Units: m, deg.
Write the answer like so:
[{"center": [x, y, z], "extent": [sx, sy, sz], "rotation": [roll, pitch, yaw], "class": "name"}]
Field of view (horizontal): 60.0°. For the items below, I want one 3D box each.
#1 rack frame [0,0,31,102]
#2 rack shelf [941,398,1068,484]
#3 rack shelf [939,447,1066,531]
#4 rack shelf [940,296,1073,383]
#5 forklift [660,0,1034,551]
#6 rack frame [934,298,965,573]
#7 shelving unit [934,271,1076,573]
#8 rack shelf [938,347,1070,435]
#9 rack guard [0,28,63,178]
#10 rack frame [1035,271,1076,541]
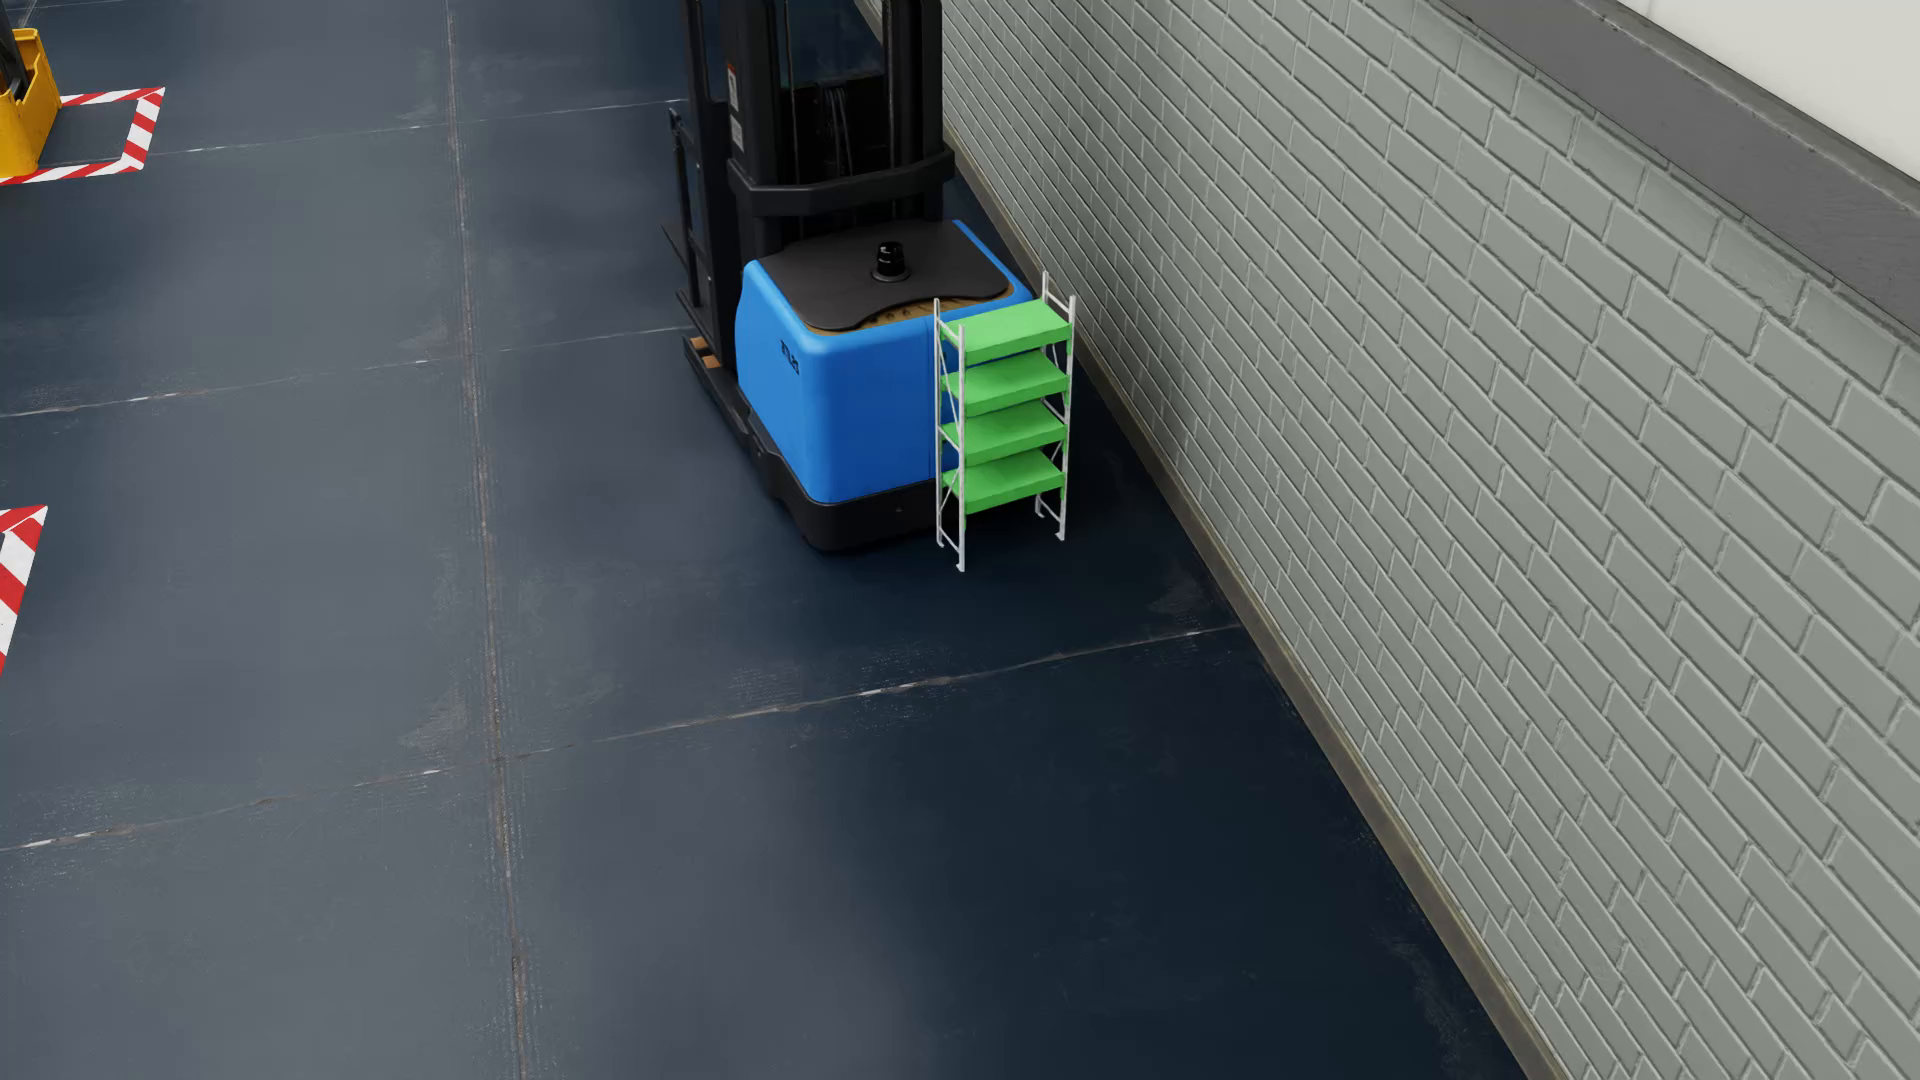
[{"center": [-6.000, -3.738, 9.667], "extent": [0.127, 3.000, 1.000], "rotation": [-9, 38, -12], "class": "rack frame"}, {"center": [0.176, -0.421, 6.917], "extent": [0.480, 0.148, 0.258], "rotation": [-17, 41, -21], "class": "rack shelf"}, {"center": [0.177, -0.230, 7.063], "extent": [0.480, 0.148, 0.258], "rotation": [-17, 41, -21], "class": "rack shelf"}, {"center": [0.176, -0.802, 6.626], "extent": [0.480, 0.148, 0.258], "rotation": [-17, 41, -21], "class": "rack shelf"}, {"center": [-0.737, -2.009, 7.464], "extent": [1.130, 2.935, 3.031], "rotation": [-15, 40, -19], "class": "forklift"}, {"center": [-0.041, -0.405, 6.791], "extent": [0.015, 1.200, 0.240], "rotation": [-17, 41, -21], "class": "rack frame"}, {"center": [0.176, -0.472, 6.879], "extent": [0.503, 1.200, 0.258], "rotation": [-17, 41, -21], "class": "shelving unit"}, {"center": [0.176, -0.611, 6.772], "extent": [0.480, 0.148, 0.258], "rotation": [-17, 41, -21], "class": "rack shelf"}, {"center": [-5.977, -2.749, 10.432], "extent": [0.348, 0.500, 1.175], "rotation": [-9, 38, -12], "class": "rack guard"}, {"center": [0.394, -0.538, 6.966], "extent": [0.015, 1.200, 0.240], "rotation": [-17, 41, -21], "class": "rack frame"}]
